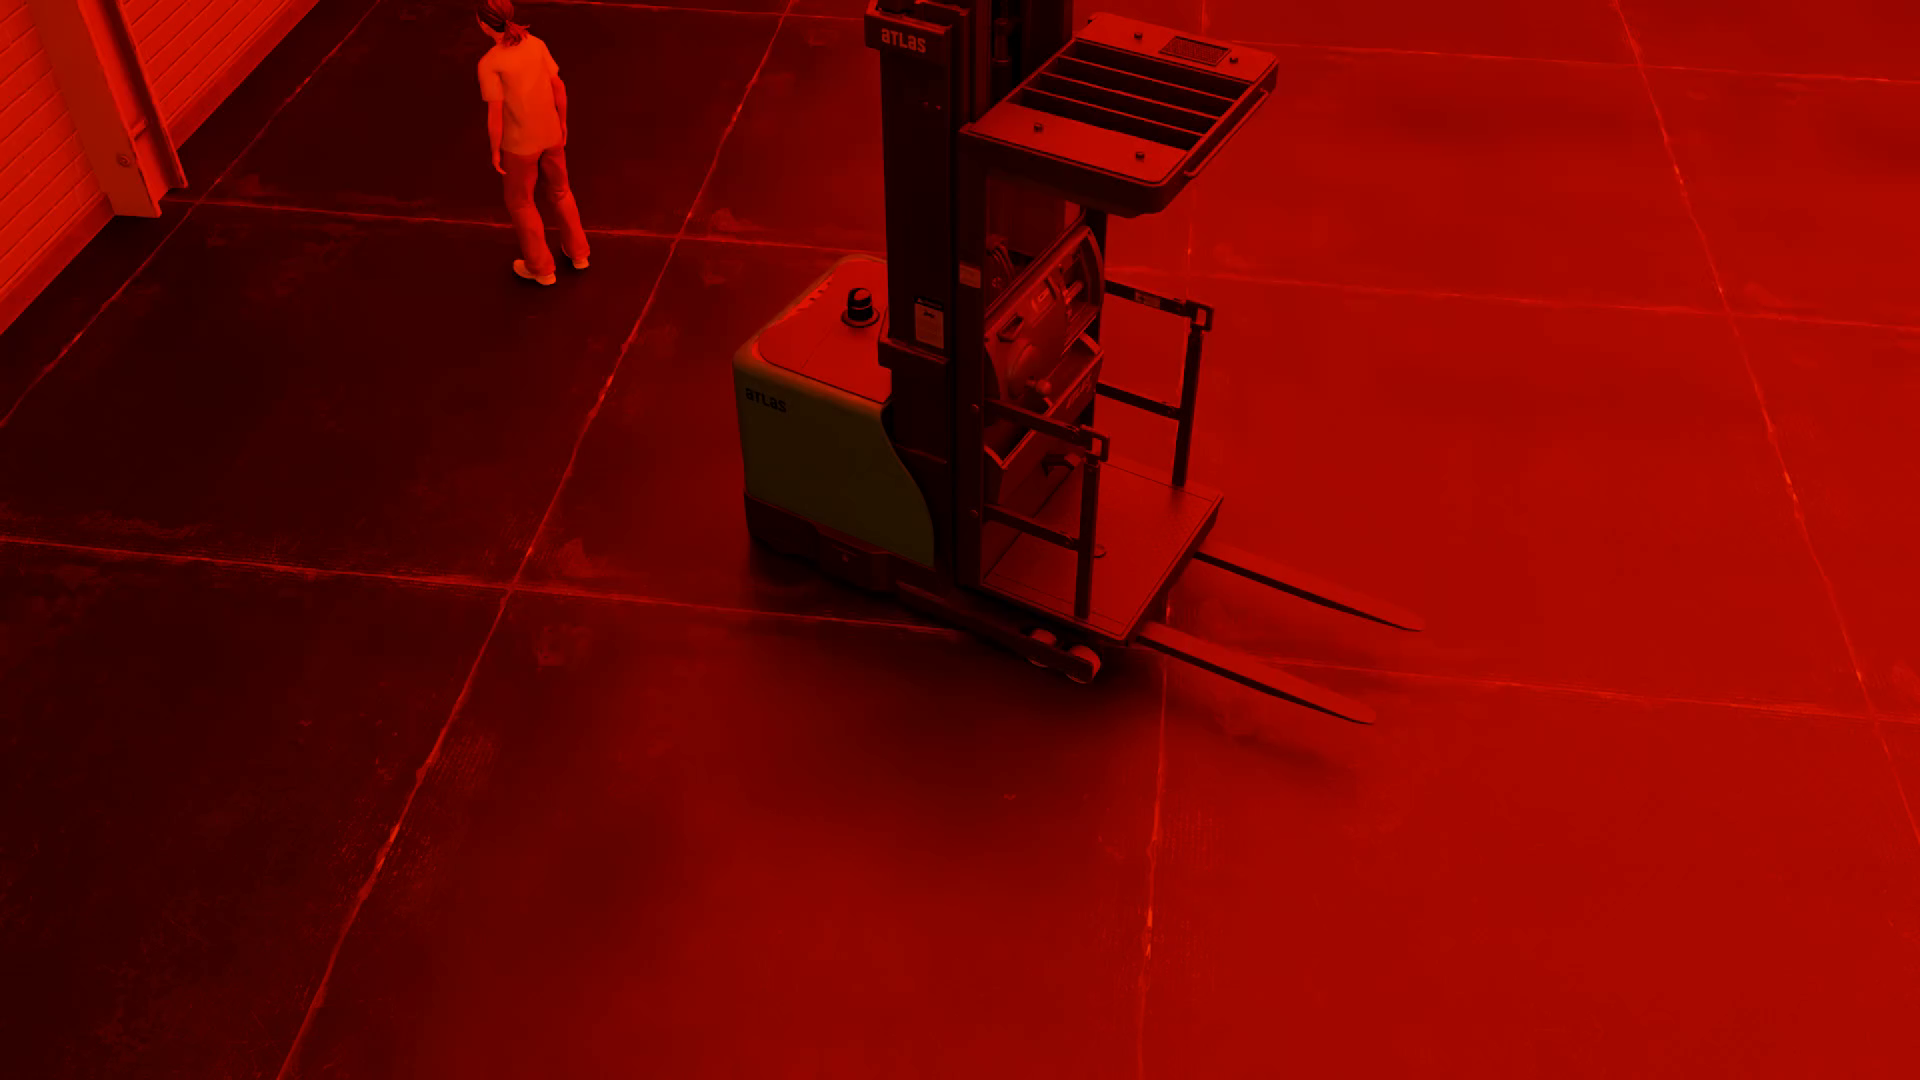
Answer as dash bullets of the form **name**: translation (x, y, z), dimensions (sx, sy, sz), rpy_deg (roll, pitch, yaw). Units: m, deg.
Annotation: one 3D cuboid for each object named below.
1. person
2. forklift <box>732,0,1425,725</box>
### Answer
- **person**: translation (-2.351, -2.170, 9.018), dimensions (0.348, 1.672, 0.500), rpy_deg (33, 52, 31)
- **forklift**: translation (0.529, -0.874, 6.675), dimensions (3.031, 2.935, 1.130), rpy_deg (21, 47, 22)
